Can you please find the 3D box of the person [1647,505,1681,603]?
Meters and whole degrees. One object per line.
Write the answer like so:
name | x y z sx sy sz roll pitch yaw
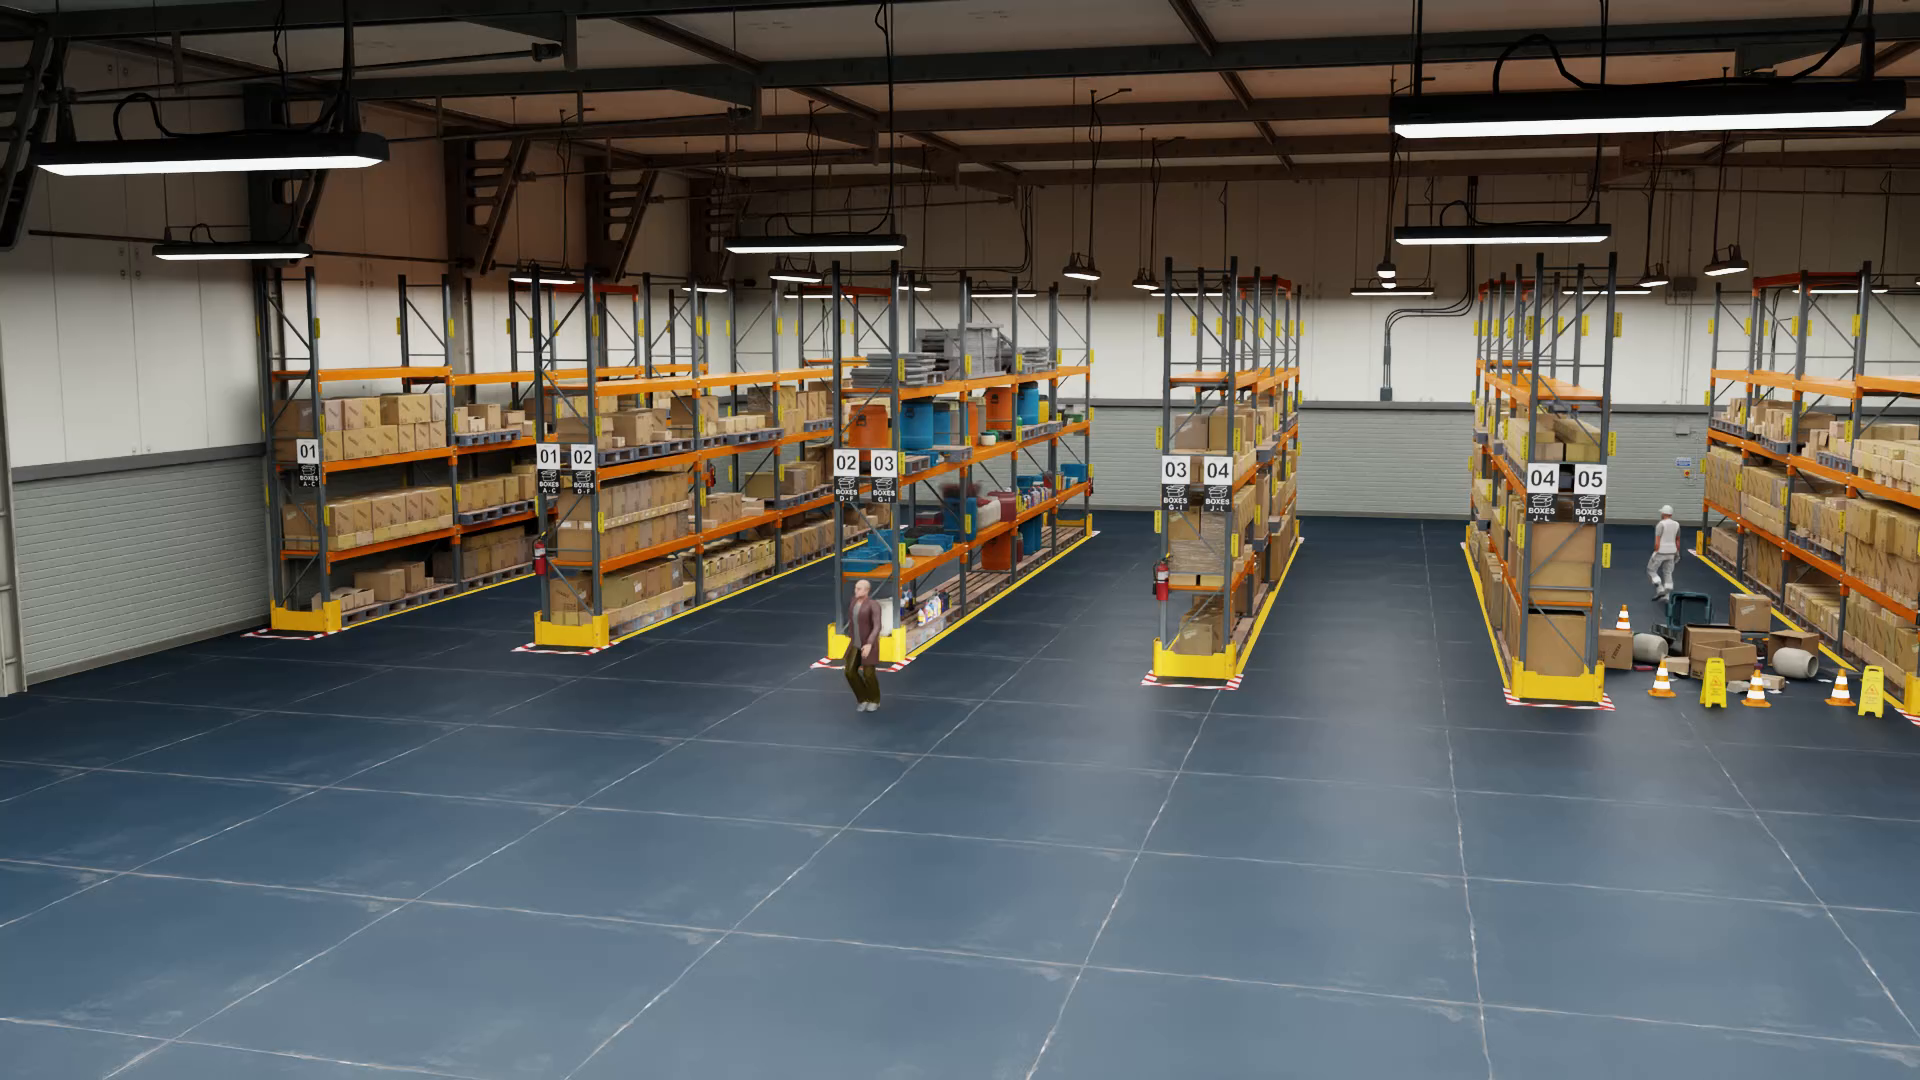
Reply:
person | 12.920 0.259 30.435 0.593 1.791 0.467 -2 7 -15

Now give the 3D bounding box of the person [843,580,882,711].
person | -1.276 1.422 21.833 0.706 1.828 0.639 6 9 39
